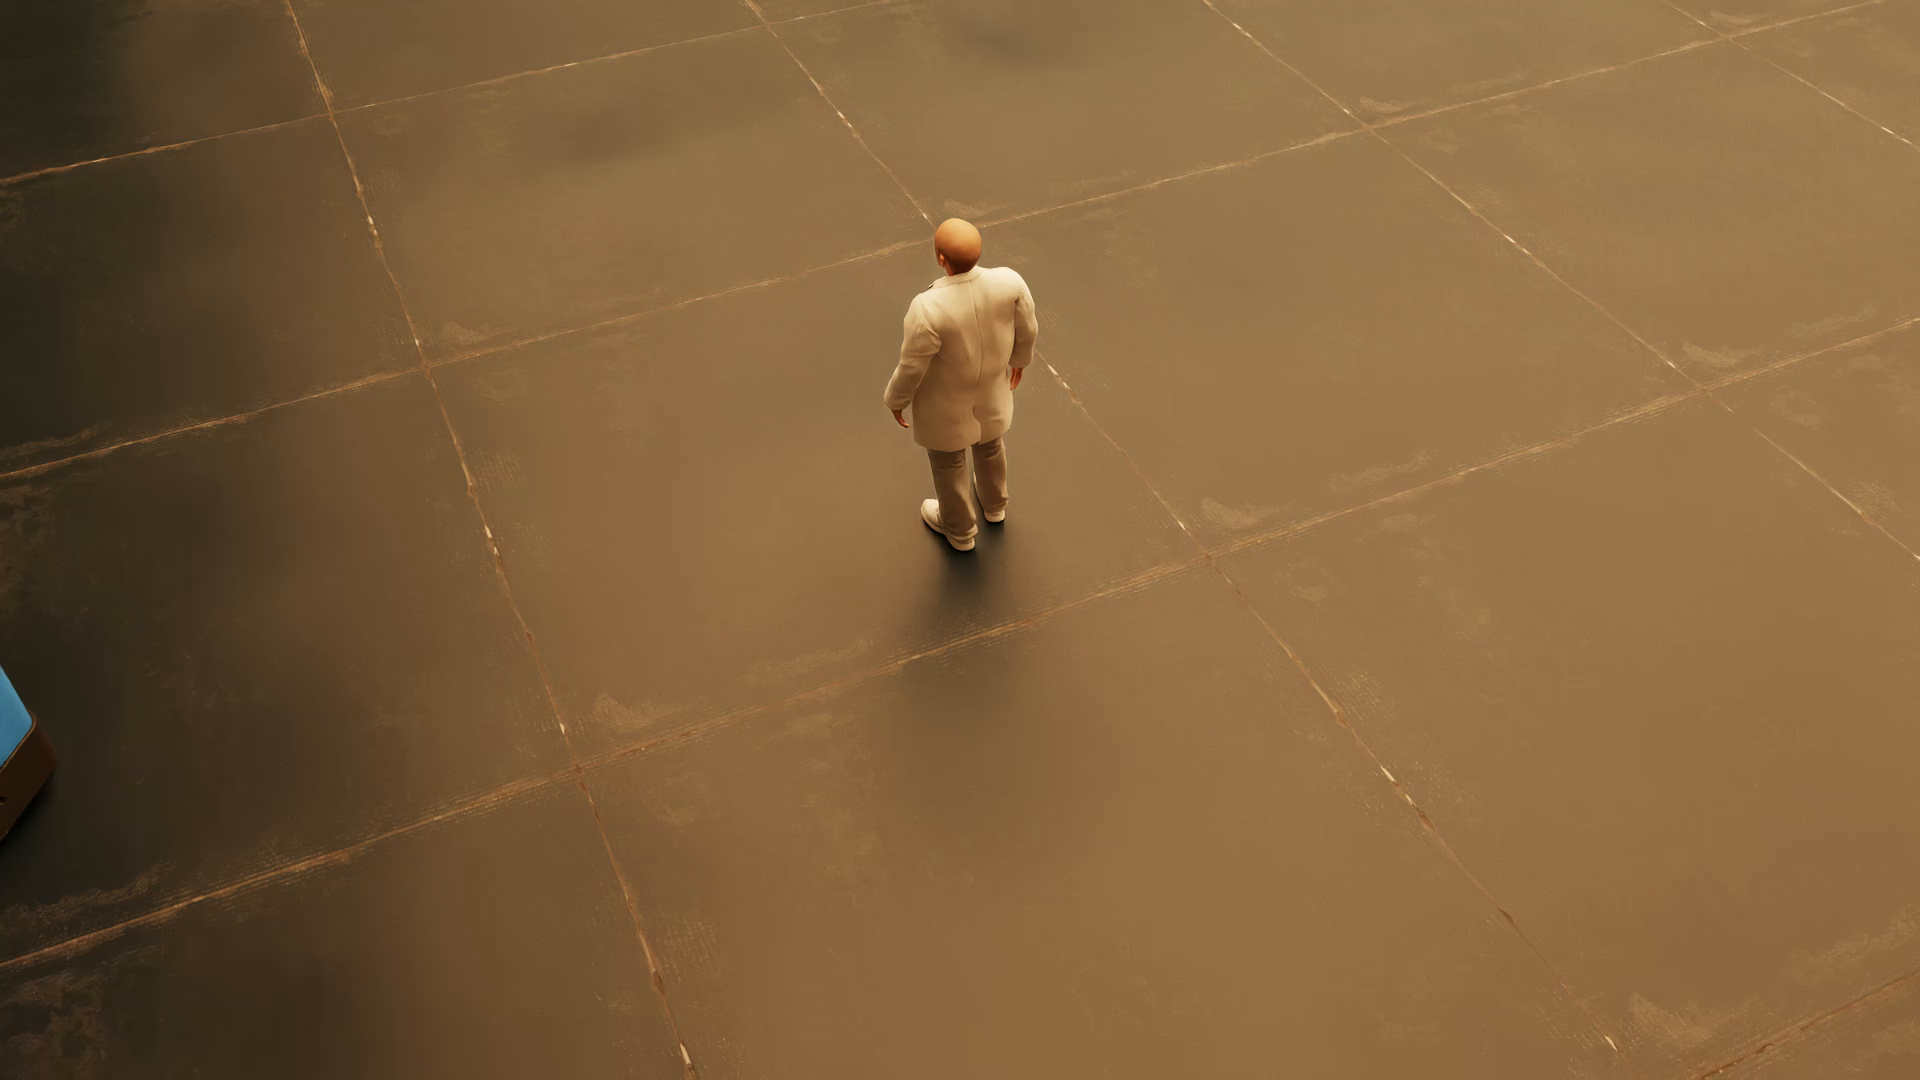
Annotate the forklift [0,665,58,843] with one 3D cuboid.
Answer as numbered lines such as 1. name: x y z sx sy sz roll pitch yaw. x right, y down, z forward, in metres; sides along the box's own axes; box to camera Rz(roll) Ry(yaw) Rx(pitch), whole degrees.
1. forklift: -5.229 0.011 5.669 3.031 2.935 1.130 7 43 7

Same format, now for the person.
1. person: -0.034 -0.712 7.278 0.696 1.775 0.581 -18 46 -18
